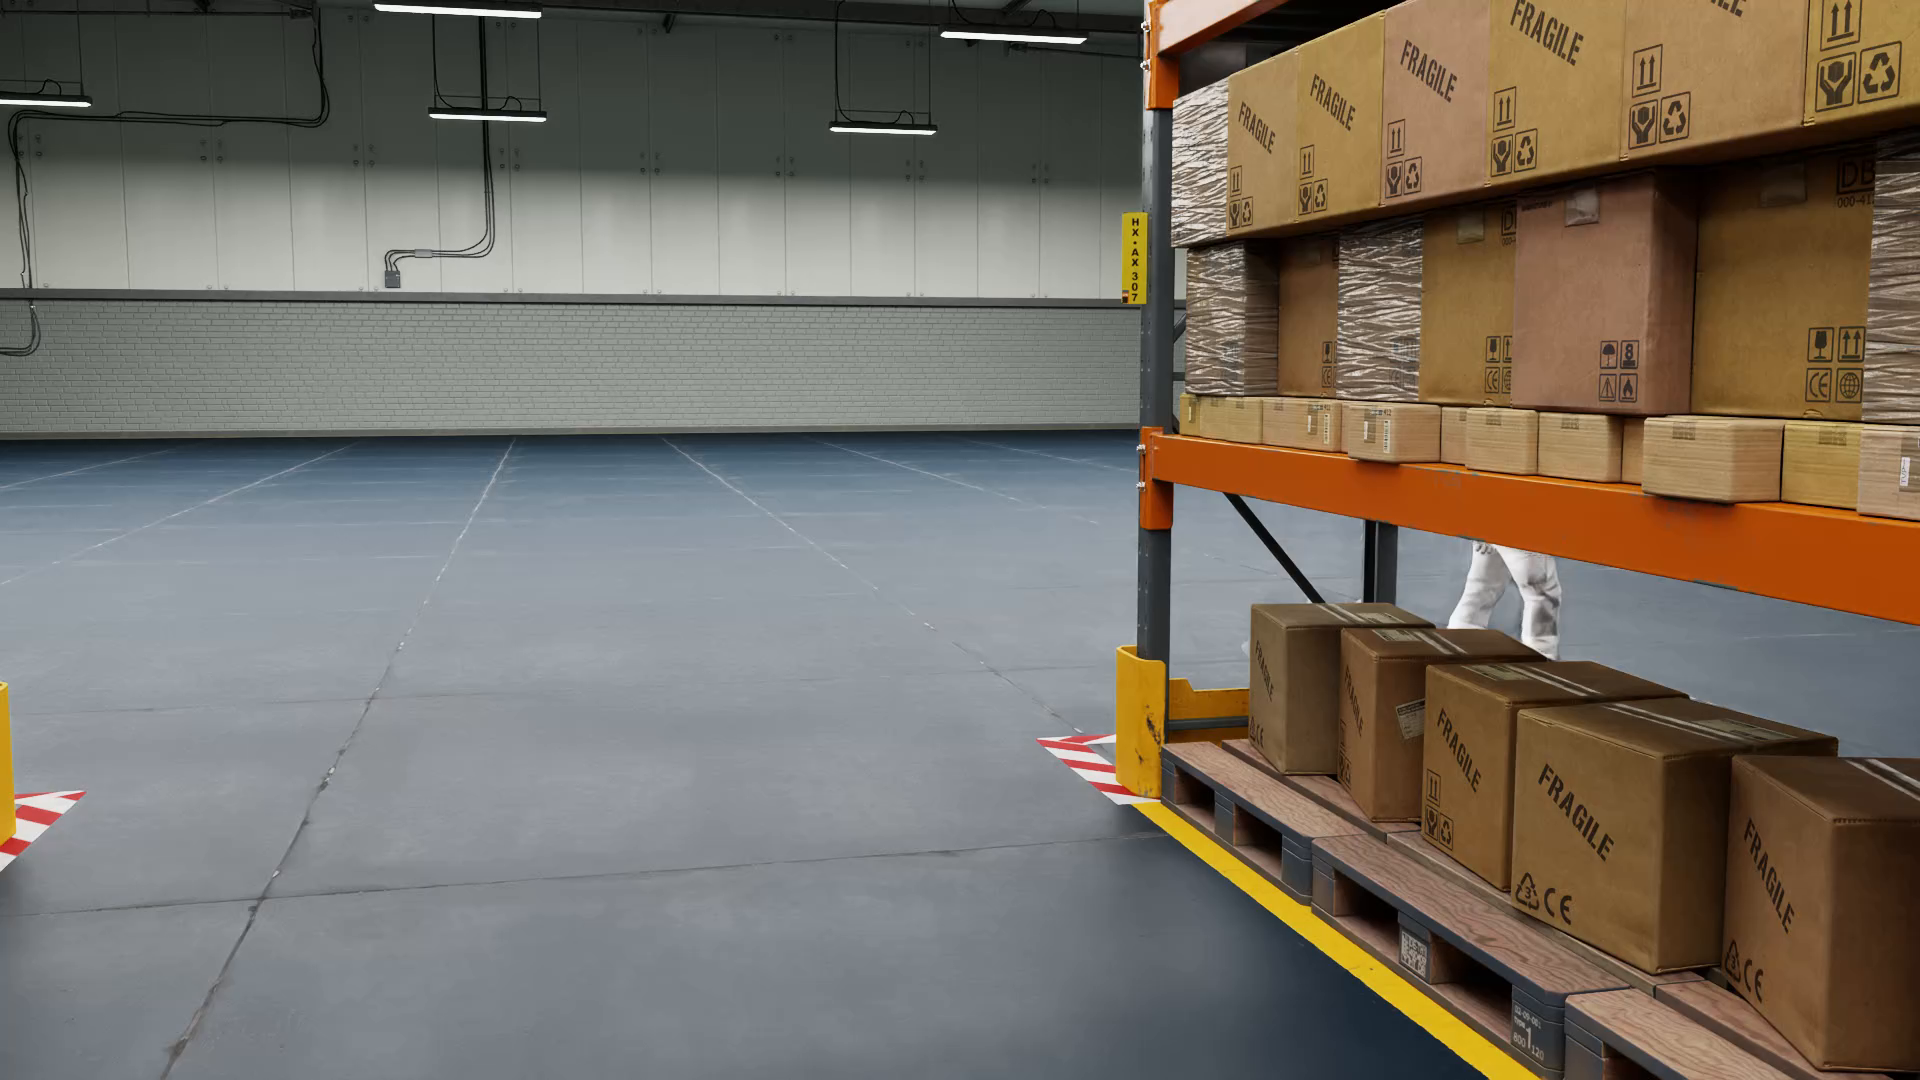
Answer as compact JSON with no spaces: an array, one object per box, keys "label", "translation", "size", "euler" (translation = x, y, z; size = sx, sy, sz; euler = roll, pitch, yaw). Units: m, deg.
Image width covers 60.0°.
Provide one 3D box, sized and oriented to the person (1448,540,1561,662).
[{"label":"person","translation":[2.510,-0.116,7.367],"size":[0.700,1.807,0.661],"euler":[2,6,21]}]
